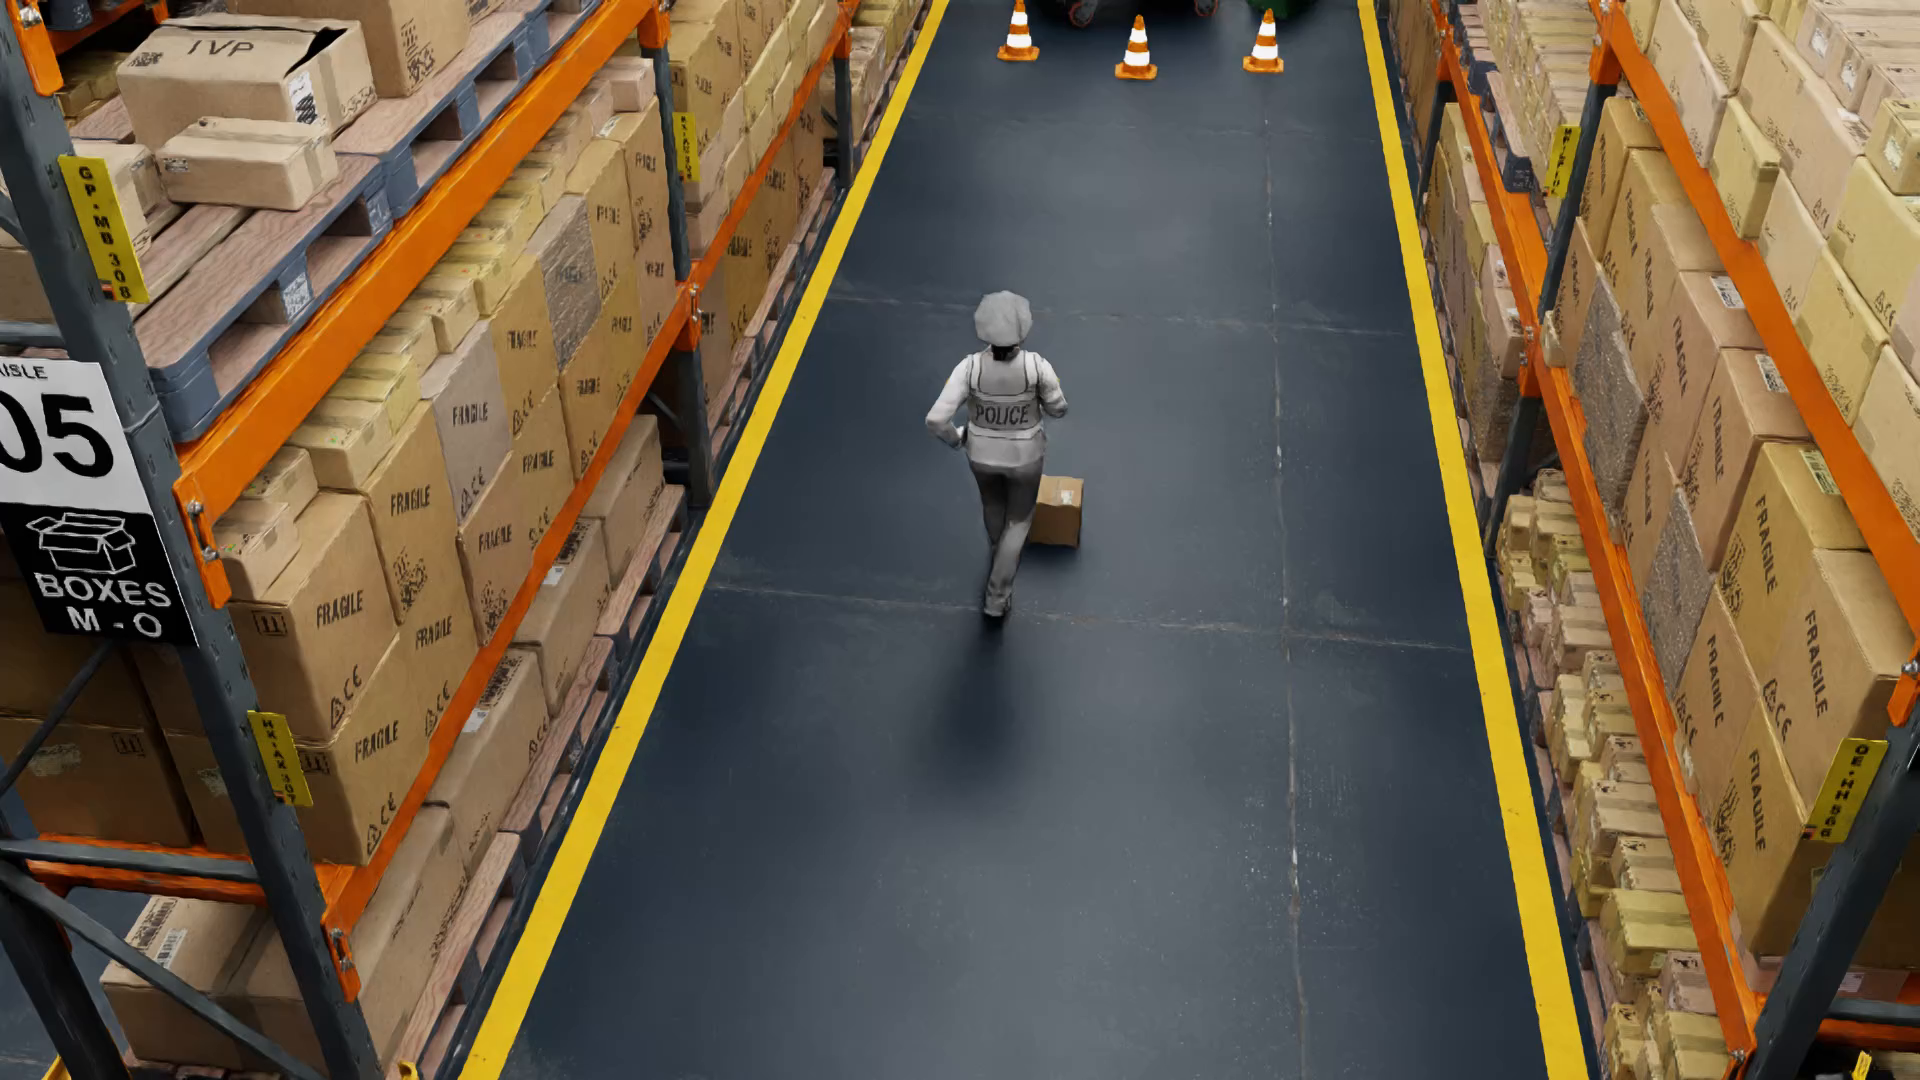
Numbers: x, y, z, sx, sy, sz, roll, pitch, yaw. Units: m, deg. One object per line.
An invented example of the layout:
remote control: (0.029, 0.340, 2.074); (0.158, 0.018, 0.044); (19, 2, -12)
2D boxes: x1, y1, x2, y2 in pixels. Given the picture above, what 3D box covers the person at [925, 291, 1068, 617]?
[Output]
person: (0.220, -0.455, 7.637); (0.574, 1.686, 0.800); (9, 37, 12)
